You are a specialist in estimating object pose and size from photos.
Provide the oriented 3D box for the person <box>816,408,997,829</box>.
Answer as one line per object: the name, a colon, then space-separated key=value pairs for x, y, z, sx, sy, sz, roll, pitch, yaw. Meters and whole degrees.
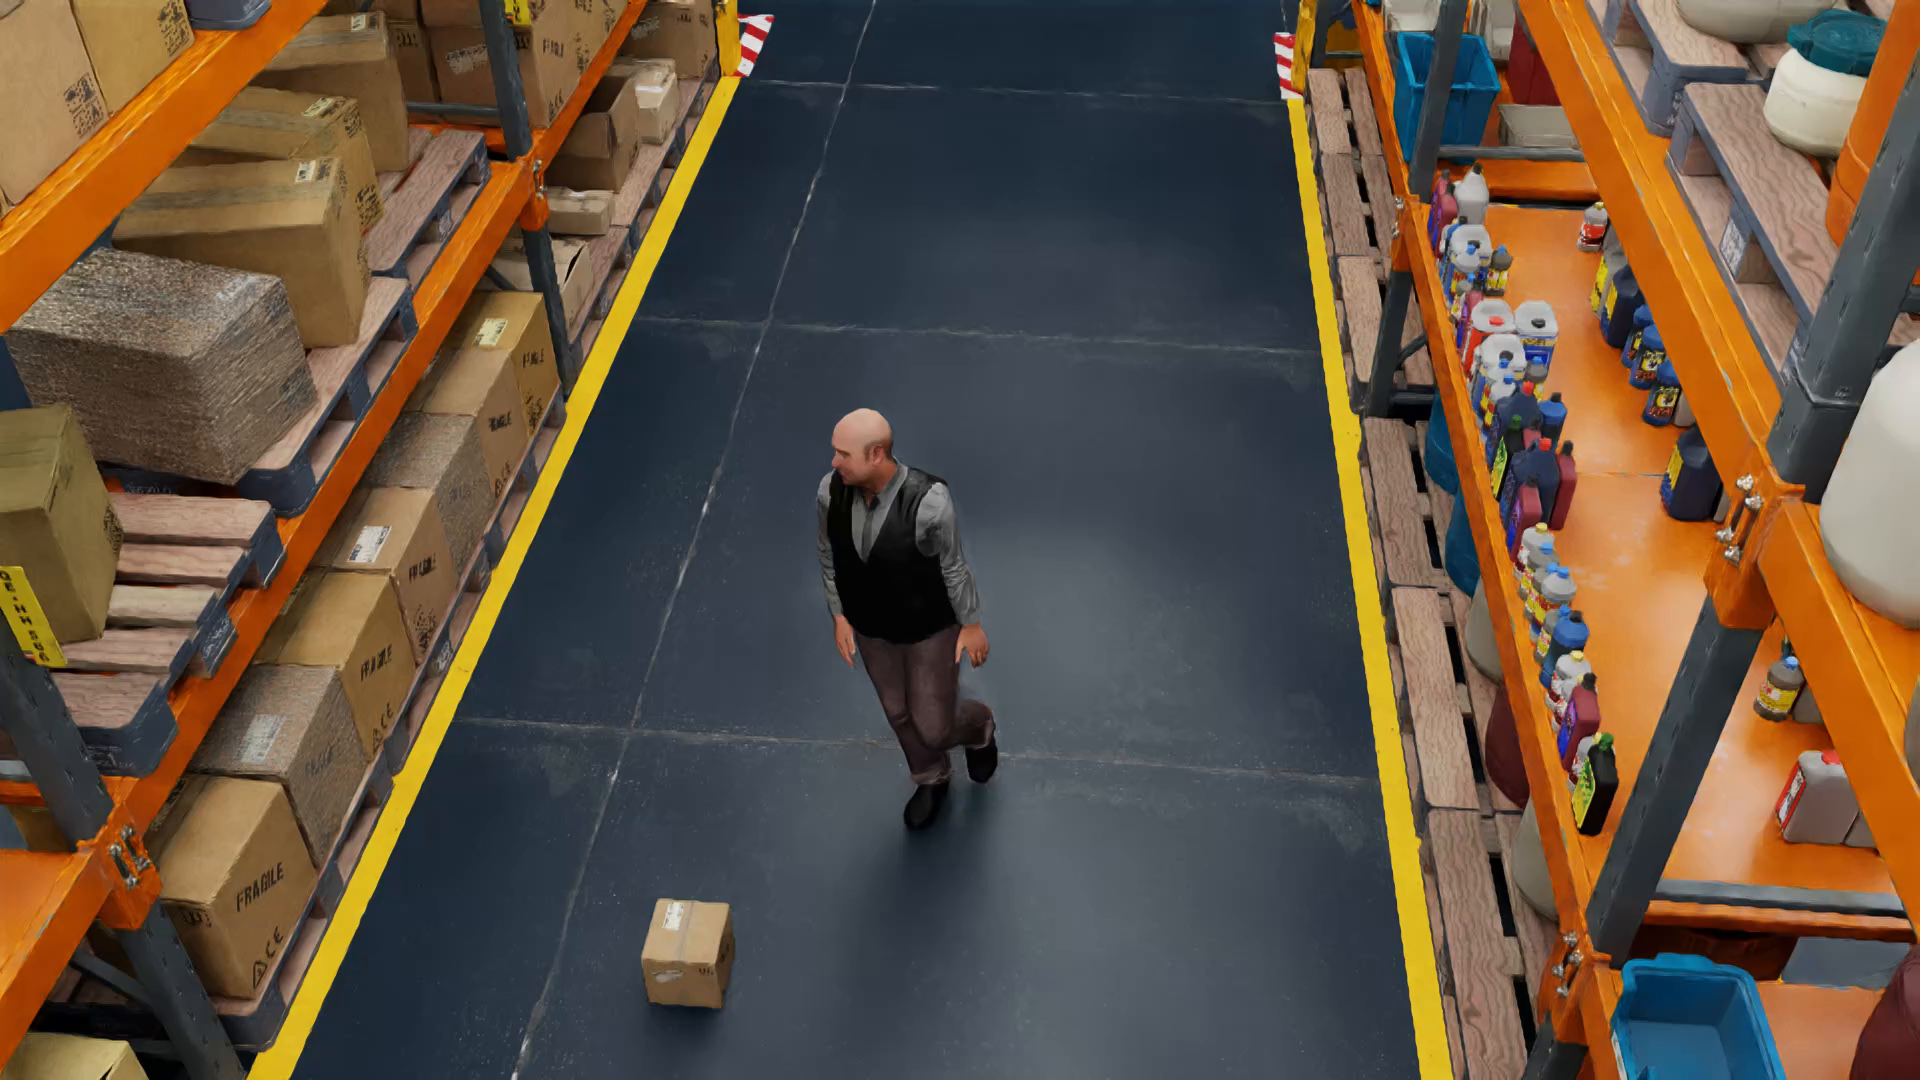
person: x=-0.188 y=0.263 z=5.851 sx=0.629 sy=1.699 sz=0.502 roll=17 pitch=43 yaw=19
